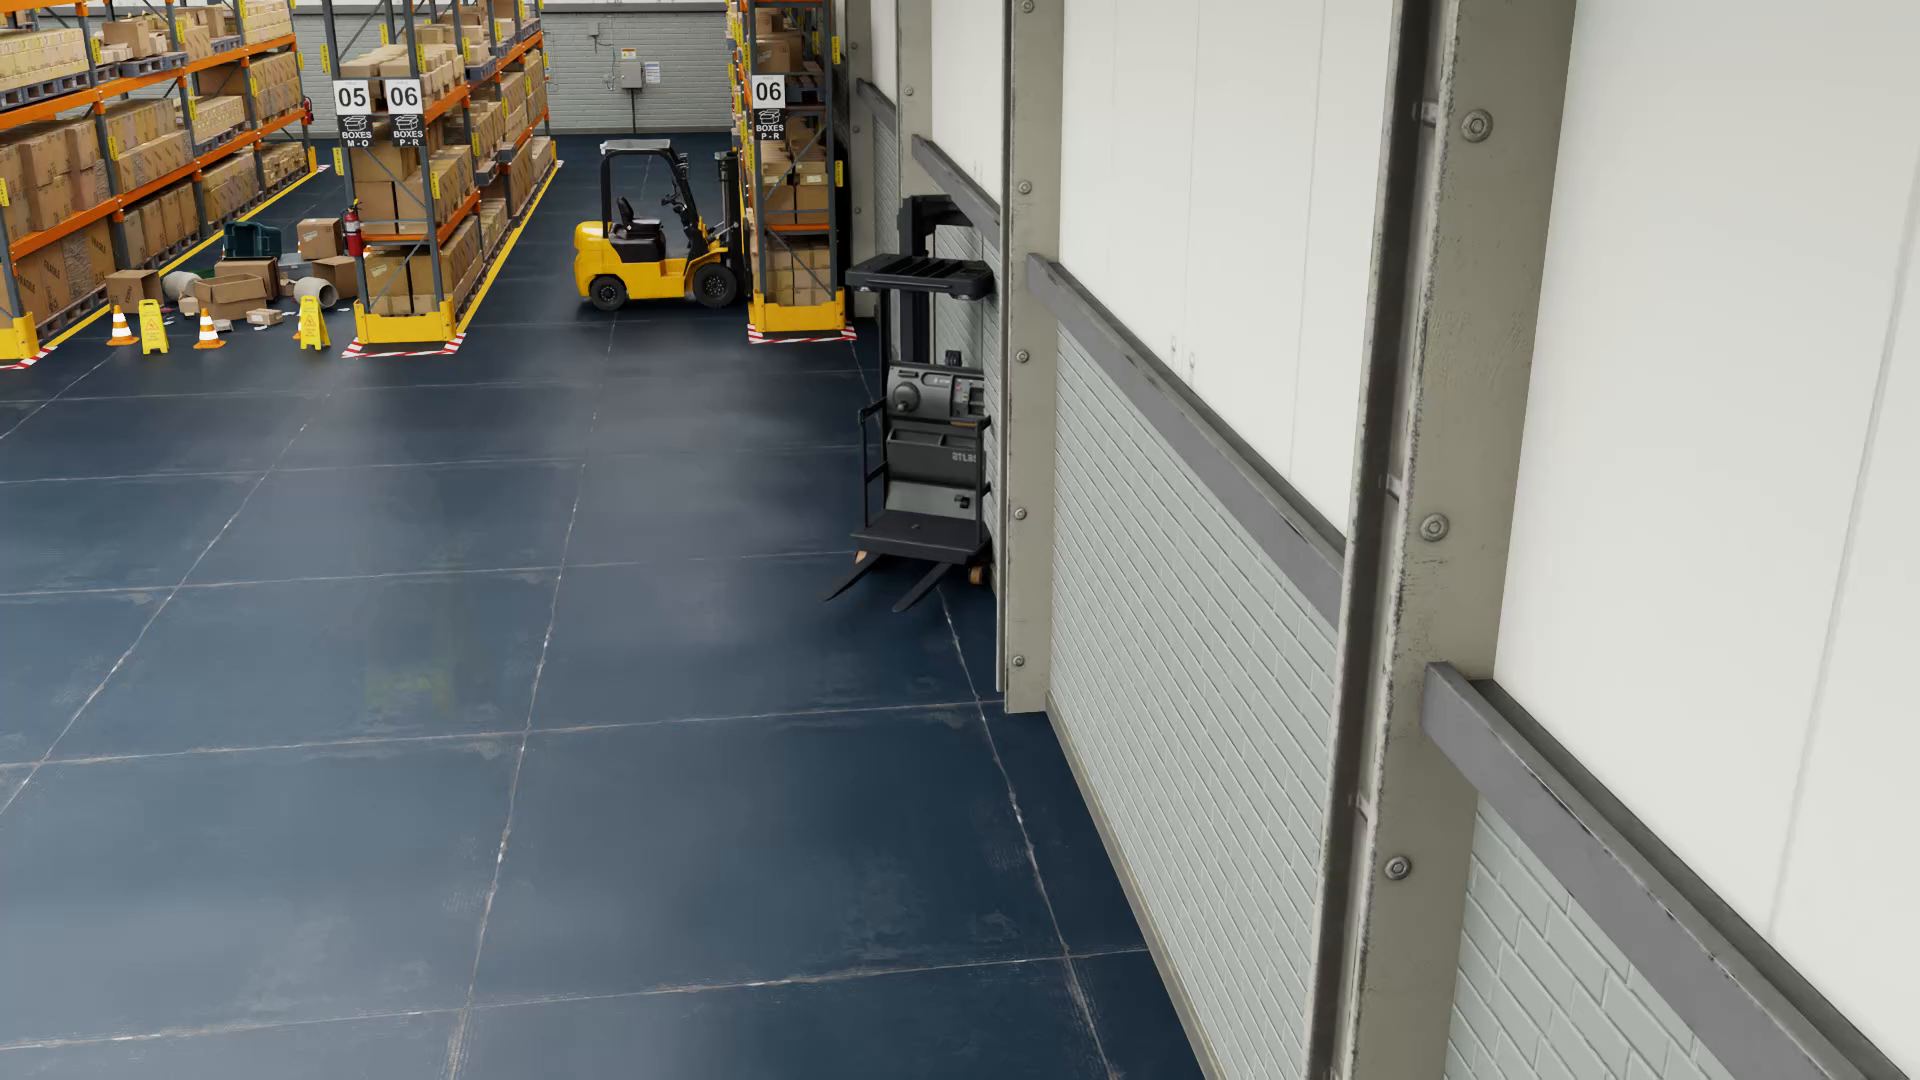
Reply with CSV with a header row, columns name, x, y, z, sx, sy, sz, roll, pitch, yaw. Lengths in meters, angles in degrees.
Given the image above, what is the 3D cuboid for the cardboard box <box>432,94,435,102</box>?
name,x,y,z,sx,sy,sz,roll,pitch,yaw
cardboard box,-6.960,-5.708,21.357,0.380,0.149,0.250,-4,21,-9

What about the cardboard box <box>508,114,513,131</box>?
name,x,y,z,sx,sy,sz,roll,pitch,yaw
cardboard box,-8.056,-7.234,28.871,0.500,0.250,0.500,-2,21,-6

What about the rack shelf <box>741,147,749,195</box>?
name,x,y,z,sx,sy,sz,roll,pitch,yaw
rack shelf,-2.954,-5.925,26.895,1.077,0.370,4.000,-3,21,-8

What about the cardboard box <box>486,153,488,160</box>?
name,x,y,z,sx,sy,sz,roll,pitch,yaw
cardboard box,-7.517,-5.962,25.726,0.380,0.149,0.250,-3,21,-7

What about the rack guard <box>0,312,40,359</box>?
name,x,y,z,sx,sy,sz,roll,pitch,yaw
rack guard,-11.881,-2.469,20.186,1.175,0.500,0.348,-3,21,-8

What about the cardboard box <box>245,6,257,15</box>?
name,x,y,z,sx,sy,sz,roll,pitch,yaw
cardboard box,-13.565,-10.033,31.508,0.380,0.149,0.250,-4,21,-9

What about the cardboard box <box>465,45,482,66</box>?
name,x,y,z,sx,sy,sz,roll,pitch,yaw
cardboard box,-7.265,-7.072,24.265,0.500,0.250,0.500,-3,21,-9

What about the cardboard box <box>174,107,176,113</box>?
name,x,y,z,sx,sy,sz,roll,pitch,yaw
cardboard box,-13.746,-7.370,28.645,0.380,0.149,0.250,-2,21,-5

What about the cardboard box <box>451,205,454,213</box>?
name,x,y,z,sx,sy,sz,roll,pitch,yaw
cardboard box,-7.021,-4.485,22.371,0.380,0.149,0.250,-3,21,-9

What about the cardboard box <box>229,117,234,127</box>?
name,x,y,z,sx,sy,sz,roll,pitch,yaw
cardboard box,-13.253,-7.491,29.820,0.380,0.149,0.250,-4,21,-11

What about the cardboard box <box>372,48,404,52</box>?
name,x,y,z,sx,sy,sz,roll,pitch,yaw
cardboard box,-7.748,-6.581,22.555,0.380,0.149,0.250,-3,21,-8

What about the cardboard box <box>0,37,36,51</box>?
name,x,y,z,sx,sy,sz,roll,pitch,yaw
cardboard box,-11.837,-6.213,20.828,0.380,0.149,0.250,-3,21,-7

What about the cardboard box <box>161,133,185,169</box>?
name,x,y,z,sx,sy,sz,roll,pitch,yaw
cardboard box,-12.636,-6.150,26.326,0.500,0.500,0.500,-3,21,-8

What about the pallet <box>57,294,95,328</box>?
name,x,y,z,sx,sy,sz,roll,pitch,yaw
pallet,-12.250,-3.036,22.118,1.003,0.211,1.213,-3,21,-8

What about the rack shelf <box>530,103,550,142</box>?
name,x,y,z,sx,sy,sz,roll,pitch,yaw
rack shelf,-9.019,-8.443,33.637,1.077,0.370,4.000,-3,21,-8

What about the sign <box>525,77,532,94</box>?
name,x,y,z,sx,sy,sz,roll,pitch,yaw
sign,-8.195,-8.624,31.551,0.100,0.325,0.005,-3,21,-8

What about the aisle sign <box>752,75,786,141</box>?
name,x,y,z,sx,sy,sz,roll,pitch,yaw
aisle sign,-2.370,-5.365,20.652,0.394,0.787,0.004,-3,21,-8

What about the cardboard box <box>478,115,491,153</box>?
name,x,y,z,sx,sy,sz,roll,pitch,yaw
cardboard box,-7.491,-6.223,25.496,0.500,0.500,0.500,-3,21,-8

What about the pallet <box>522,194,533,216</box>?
name,x,y,z,sx,sy,sz,roll,pitch,yaw
pallet,-8.365,-6.095,30.307,1.003,0.211,1.213,-3,21,-8

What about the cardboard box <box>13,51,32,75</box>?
name,x,y,z,sx,sy,sz,roll,pitch,yaw
cardboard box,-11.848,-5.897,20.550,0.500,0.250,0.500,-3,21,-8

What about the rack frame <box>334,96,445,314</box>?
name,x,y,z,sx,sy,sz,roll,pitch,yaw
rack frame,-7.001,-3.933,20.533,1.000,3.000,0.127,-3,21,-8

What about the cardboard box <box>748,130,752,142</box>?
name,x,y,z,sx,sy,sz,roll,pitch,yaw
cardboard box,-2.913,-5.934,24.397,0.380,0.149,0.250,-2,21,-7

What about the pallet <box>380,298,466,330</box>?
name,x,y,z,sx,sy,sz,roll,pitch,yaw
pallet,-7.094,-2.936,21.850,1.003,0.211,1.213,-3,21,-8

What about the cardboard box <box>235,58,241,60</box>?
name,x,y,z,sx,sy,sz,roll,pitch,yaw
cardboard box,-14.180,-9.142,32.483,0.500,0.500,0.500,-4,21,-9

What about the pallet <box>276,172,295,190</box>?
name,x,y,z,sx,sy,sz,roll,pitch,yaw
pallet,-13.925,-7.151,33.134,1.003,0.211,1.213,-3,21,-8

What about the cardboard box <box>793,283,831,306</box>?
name,x,y,z,sx,sy,sz,roll,pitch,yaw
cardboard box,-1.966,-3.273,22.096,0.500,0.250,0.500,-3,21,-8

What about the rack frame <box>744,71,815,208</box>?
name,x,y,z,sx,sy,sz,roll,pitch,yaw
rack frame,-2.666,-5.569,24.915,1.000,3.000,0.127,-3,21,-8

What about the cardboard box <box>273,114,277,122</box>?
name,x,y,z,sx,sy,sz,roll,pitch,yaw
cardboard box,-13.569,-8.253,32.460,0.380,0.149,0.250,-2,21,-5

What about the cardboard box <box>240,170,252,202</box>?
name,x,y,z,sx,sy,sz,roll,pitch,yaw
cardboard box,-13.185,-6.408,30.131,0.500,0.500,0.500,-3,21,-9

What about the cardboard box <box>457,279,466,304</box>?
name,x,y,z,sx,sy,sz,roll,pitch,yaw
cardboard box,-6.909,-3.312,22.200,0.500,0.250,0.500,-2,21,-6

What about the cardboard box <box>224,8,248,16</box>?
name,x,y,z,sx,sy,sz,roll,pitch,yaw
cardboard box,-13.423,-9.768,30.799,0.380,0.149,0.250,-4,21,-10

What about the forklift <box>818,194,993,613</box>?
name,x,y,z,sx,sy,sz,roll,pitch,yaw
forklift,-0.220,-1.169,13.232,1.130,2.935,3.031,8,22,19

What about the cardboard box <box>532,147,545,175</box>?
name,x,y,z,sx,sy,sz,roll,pitch,yaw
cardboard box,-8.844,-7.617,33.459,0.875,0.438,0.875,-4,21,-9

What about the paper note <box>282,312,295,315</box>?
name,x,y,z,sx,sy,sz,roll,pitch,yaw
paper note,-9.081,-3.065,22.470,0.148,0.019,0.142,4,21,11

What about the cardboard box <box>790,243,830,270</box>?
name,x,y,z,sx,sy,sz,roll,pitch,yaw
cardboard box,-1.971,-3.738,21.911,0.500,0.250,0.500,-3,21,-9

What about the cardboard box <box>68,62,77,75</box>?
name,x,y,z,sx,sy,sz,roll,pitch,yaw
cardboard box,-12.017,-6.278,22.140,0.380,0.149,0.250,-3,21,-7

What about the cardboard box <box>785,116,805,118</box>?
name,x,y,z,sx,sy,sz,roll,pitch,yaw
cardboard box,-2.766,-6.944,27.524,0.380,0.149,0.250,-3,21,-9

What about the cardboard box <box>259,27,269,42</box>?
name,x,y,z,sx,sy,sz,roll,pitch,yaw
cardboard box,-13.557,-9.666,31.810,0.500,0.250,0.500,-2,21,-5

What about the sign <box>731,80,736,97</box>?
name,x,y,z,sx,sy,sz,roll,pitch,yaw
sign,-4.355,-8.715,32.099,0.100,0.325,0.005,-3,21,-8

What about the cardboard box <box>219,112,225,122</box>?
name,x,y,z,sx,sy,sz,roll,pitch,yaw
cardboard box,-13.168,-7.437,29.250,0.380,0.149,0.250,-3,21,-8

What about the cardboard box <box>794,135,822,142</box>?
name,x,y,z,sx,sy,sz,roll,pitch,yaw
cardboard box,-2.176,-5.701,23.772,0.380,0.149,0.250,-3,21,-9

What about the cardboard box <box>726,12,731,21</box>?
name,x,y,z,sx,sy,sz,roll,pitch,yaw
cardboard box,-4.210,-9.884,31.371,0.380,0.149,0.250,-2,21,-6

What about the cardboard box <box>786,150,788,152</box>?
name,x,y,z,sx,sy,sz,roll,pitch,yaw
cardboard box,-2.333,-5.474,24.518,0.500,0.500,0.500,-3,21,-8

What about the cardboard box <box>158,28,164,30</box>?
name,x,y,z,sx,sy,sz,roll,pitch,yaw
cardboard box,-13.456,-8.228,27.602,0.500,0.500,0.500,-3,21,-8

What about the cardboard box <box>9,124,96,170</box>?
name,x,y,z,sx,sy,sz,roll,pitch,yaw
cardboard box,-12.247,-5.295,22.423,0.875,0.550,0.550,-3,21,-8

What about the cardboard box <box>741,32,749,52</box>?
name,x,y,z,sx,sy,sz,roll,pitch,yaw
cardboard box,-3.122,-7.681,25.665,0.500,0.311,0.500,-4,21,-10

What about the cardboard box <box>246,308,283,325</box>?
name,x,y,z,sx,sy,sz,roll,pitch,yaw
cardboard box,-9.188,-2.949,21.974,0.380,0.149,0.250,8,22,20

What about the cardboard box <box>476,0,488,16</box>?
name,x,y,z,sx,sy,sz,roll,pitch,yaw
cardboard box,-8.957,-10.250,32.269,0.797,0.503,0.637,-1,21,-4

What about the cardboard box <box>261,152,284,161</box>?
name,x,y,z,sx,sy,sz,roll,pitch,yaw
cardboard box,-13.659,-7.615,33.016,0.380,0.149,0.250,-3,21,-7

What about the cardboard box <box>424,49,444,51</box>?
name,x,y,z,sx,sy,sz,roll,pitch,yaw
cardboard box,-7.150,-6.520,22.393,0.380,0.149,0.250,-3,21,-9

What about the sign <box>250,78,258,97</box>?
name,x,y,z,sx,sy,sz,roll,pitch,yaw
sign,-13.065,-8.375,30.771,0.100,0.325,0.005,-3,21,-8

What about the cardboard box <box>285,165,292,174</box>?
name,x,y,z,sx,sy,sz,roll,pitch,yaw
cardboard box,-13.652,-7.432,33.376,0.380,0.149,0.250,-3,21,-7
